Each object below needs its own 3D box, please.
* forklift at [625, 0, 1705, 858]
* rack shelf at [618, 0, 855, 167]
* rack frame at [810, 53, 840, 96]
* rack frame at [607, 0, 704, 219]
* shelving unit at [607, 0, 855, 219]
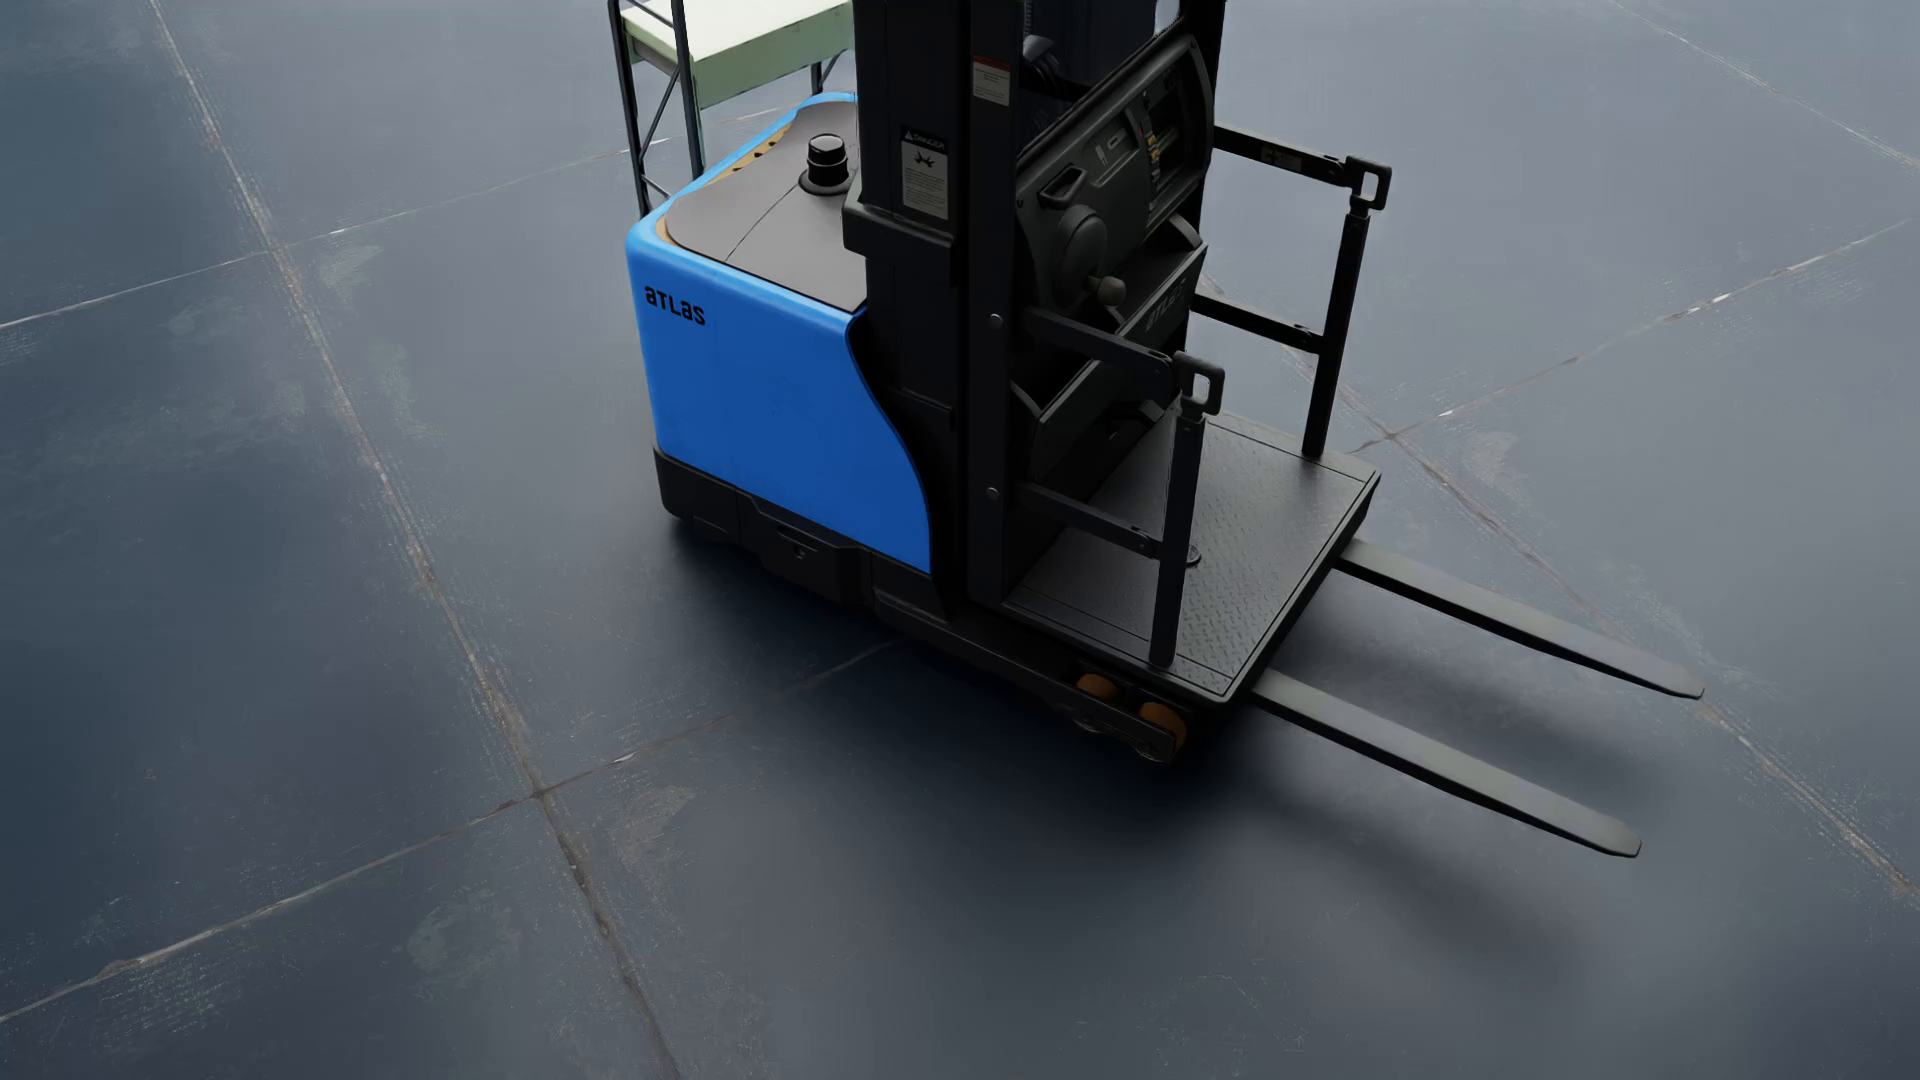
[{"bbox_3d":[0.571,-0.864,4.036,3.031,2.935,1.130,24,49,23],"label":"forklift"},{"bbox_3d":[-0.644,-1.534,5.193,0.720,0.370,0.431,-32,52,-28],"label":"rack shelf"},{"bbox_3d":[-0.369,-1.423,5.639,0.023,1.500,0.400,-32,52,-28],"label":"rack frame"},{"bbox_3d":[-0.918,-1.086,5.292,0.023,1.500,0.400,-32,52,-28],"label":"rack frame"},{"bbox_3d":[-0.644,-1.254,5.465,0.755,1.500,0.431,-32,52,-28],"label":"shelving unit"}]
